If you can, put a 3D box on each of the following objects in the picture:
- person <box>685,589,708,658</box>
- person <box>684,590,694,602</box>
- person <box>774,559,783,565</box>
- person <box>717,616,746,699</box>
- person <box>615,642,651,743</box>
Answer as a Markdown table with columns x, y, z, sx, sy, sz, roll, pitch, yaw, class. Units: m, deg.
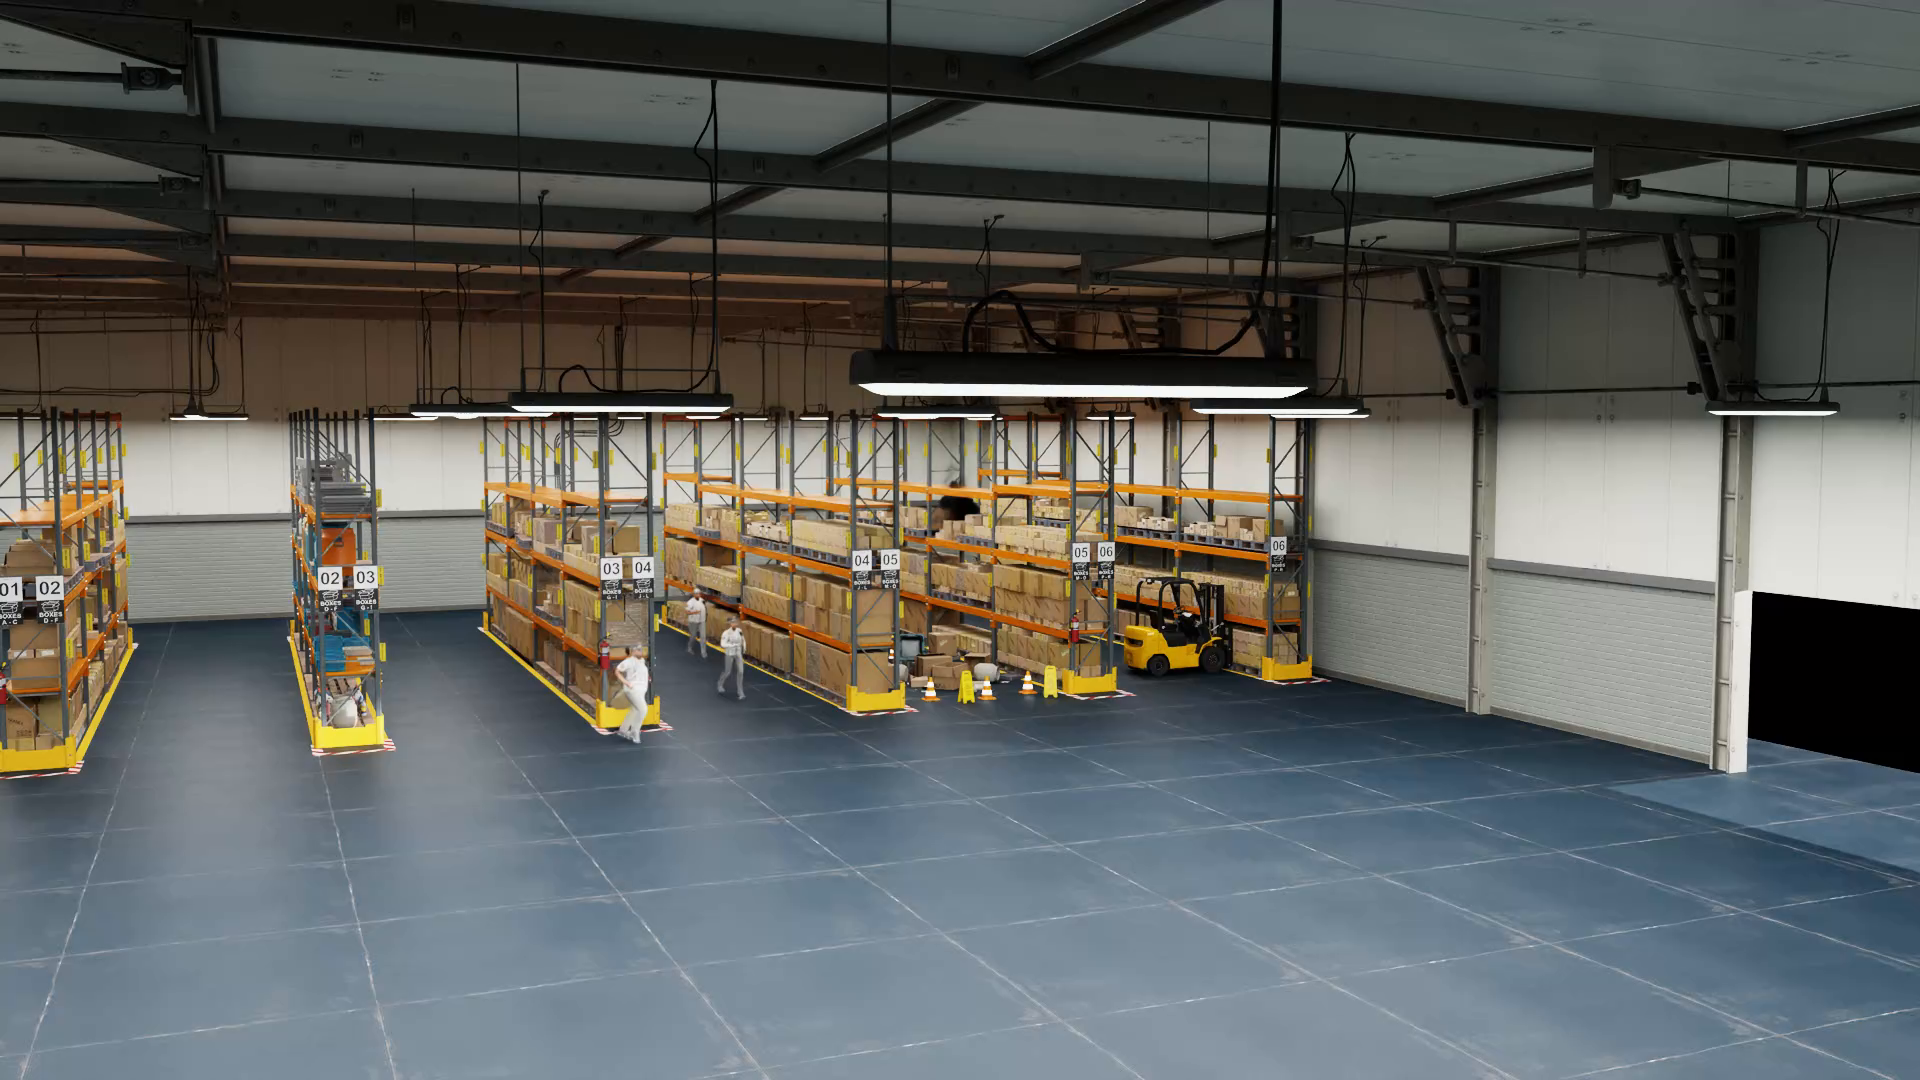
| x | y | z | sx | sy | sz | roll | pitch | yaw | class |
| --- | --- | --- | --- | --- | --- | --- | --- | --- | --- |
| -6.423 | 2.019 | 40.661 | 0.608 | 1.665 | 0.880 | -2 | 5 | -30 | person |
| -7.942 | 1.504 | 49.577 | 0.753 | 1.481 | 0.672 | 2 | 4 | 22 | person |
| -5.442 | 1.322 | 50.648 | 0.694 | 1.745 | 0.701 | -1 | 4 | -18 | person |
| -4.767 | 2.440 | 34.857 | 0.621 | 1.733 | 0.909 | -2 | 5 | -31 | person |
| -5.855 | 2.756 | 30.025 | 0.639 | 1.842 | 0.686 | 1 | 4 | 19 | person |
